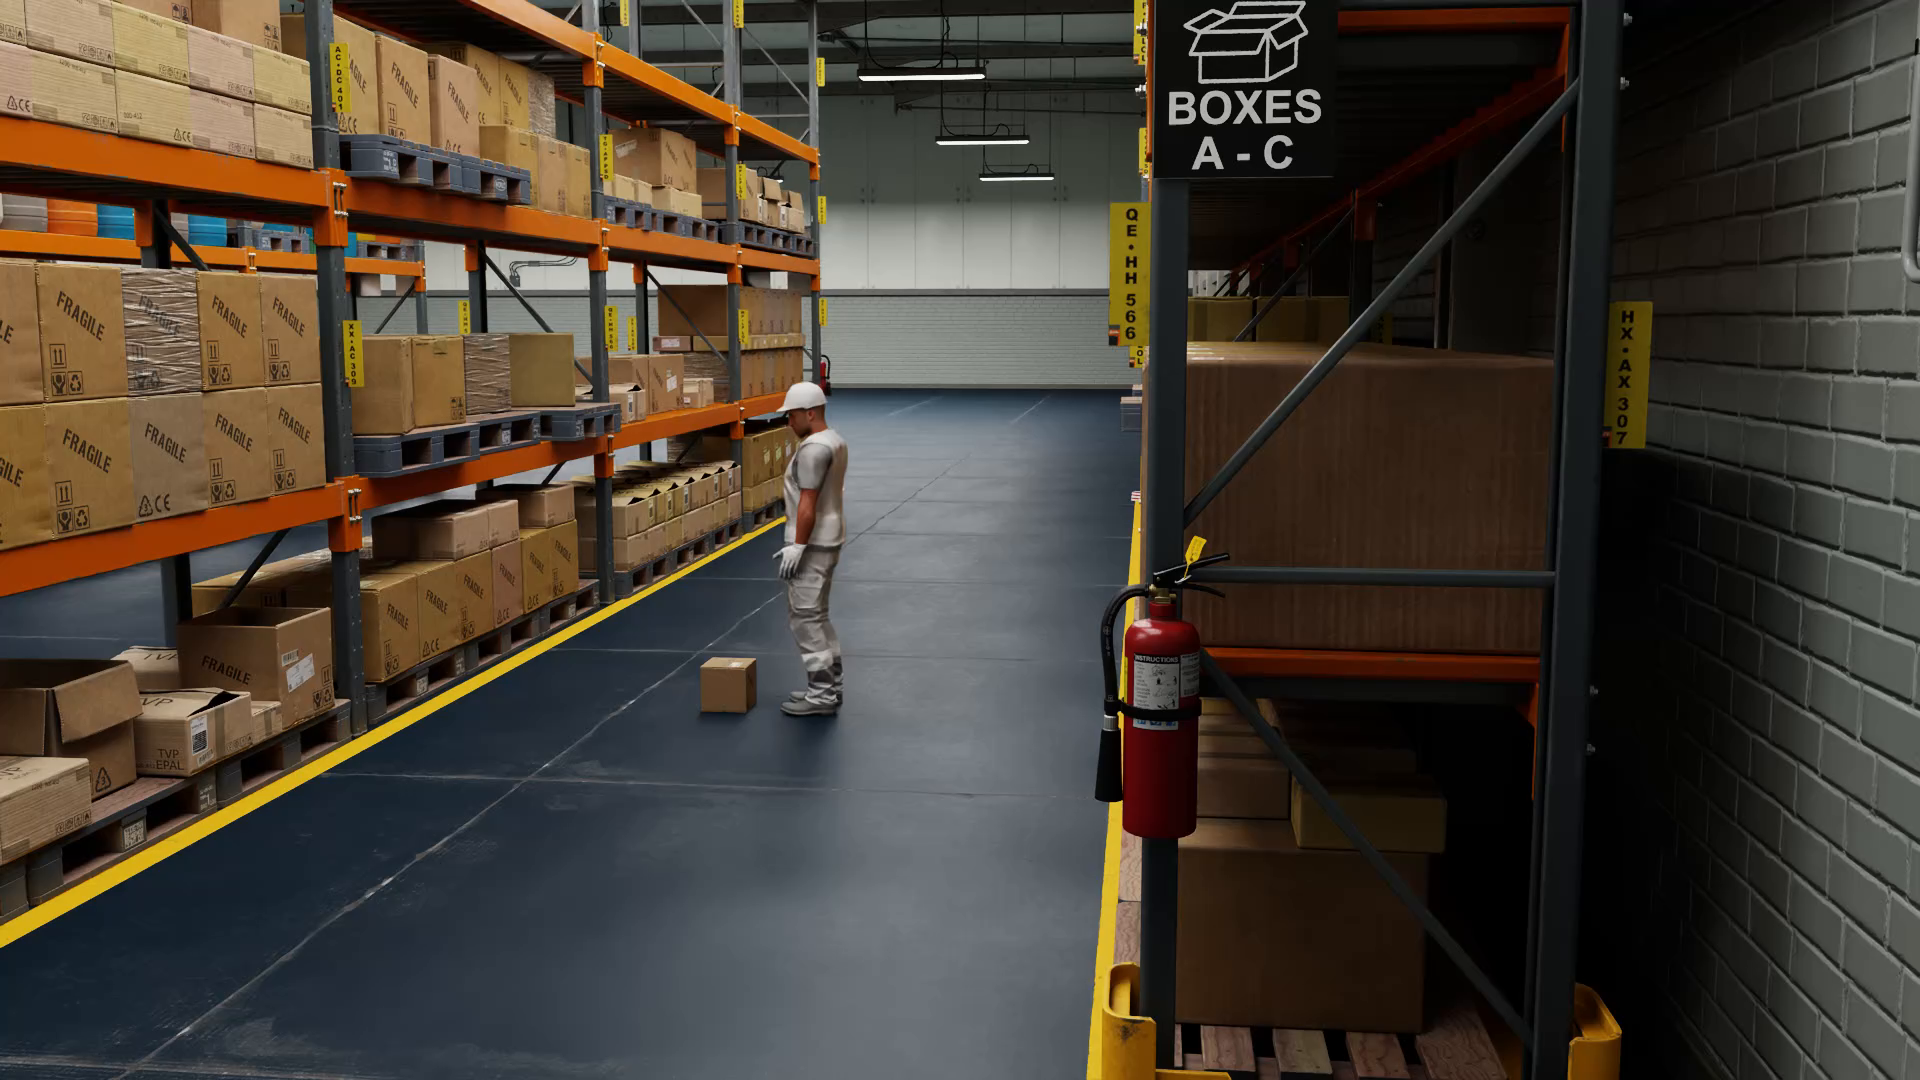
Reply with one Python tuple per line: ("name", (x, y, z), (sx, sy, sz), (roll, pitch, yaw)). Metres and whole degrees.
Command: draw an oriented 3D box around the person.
("person", (-0.795, 0.045, 8.903), (0.364, 1.774, 0.529), (1, 8, 7))
